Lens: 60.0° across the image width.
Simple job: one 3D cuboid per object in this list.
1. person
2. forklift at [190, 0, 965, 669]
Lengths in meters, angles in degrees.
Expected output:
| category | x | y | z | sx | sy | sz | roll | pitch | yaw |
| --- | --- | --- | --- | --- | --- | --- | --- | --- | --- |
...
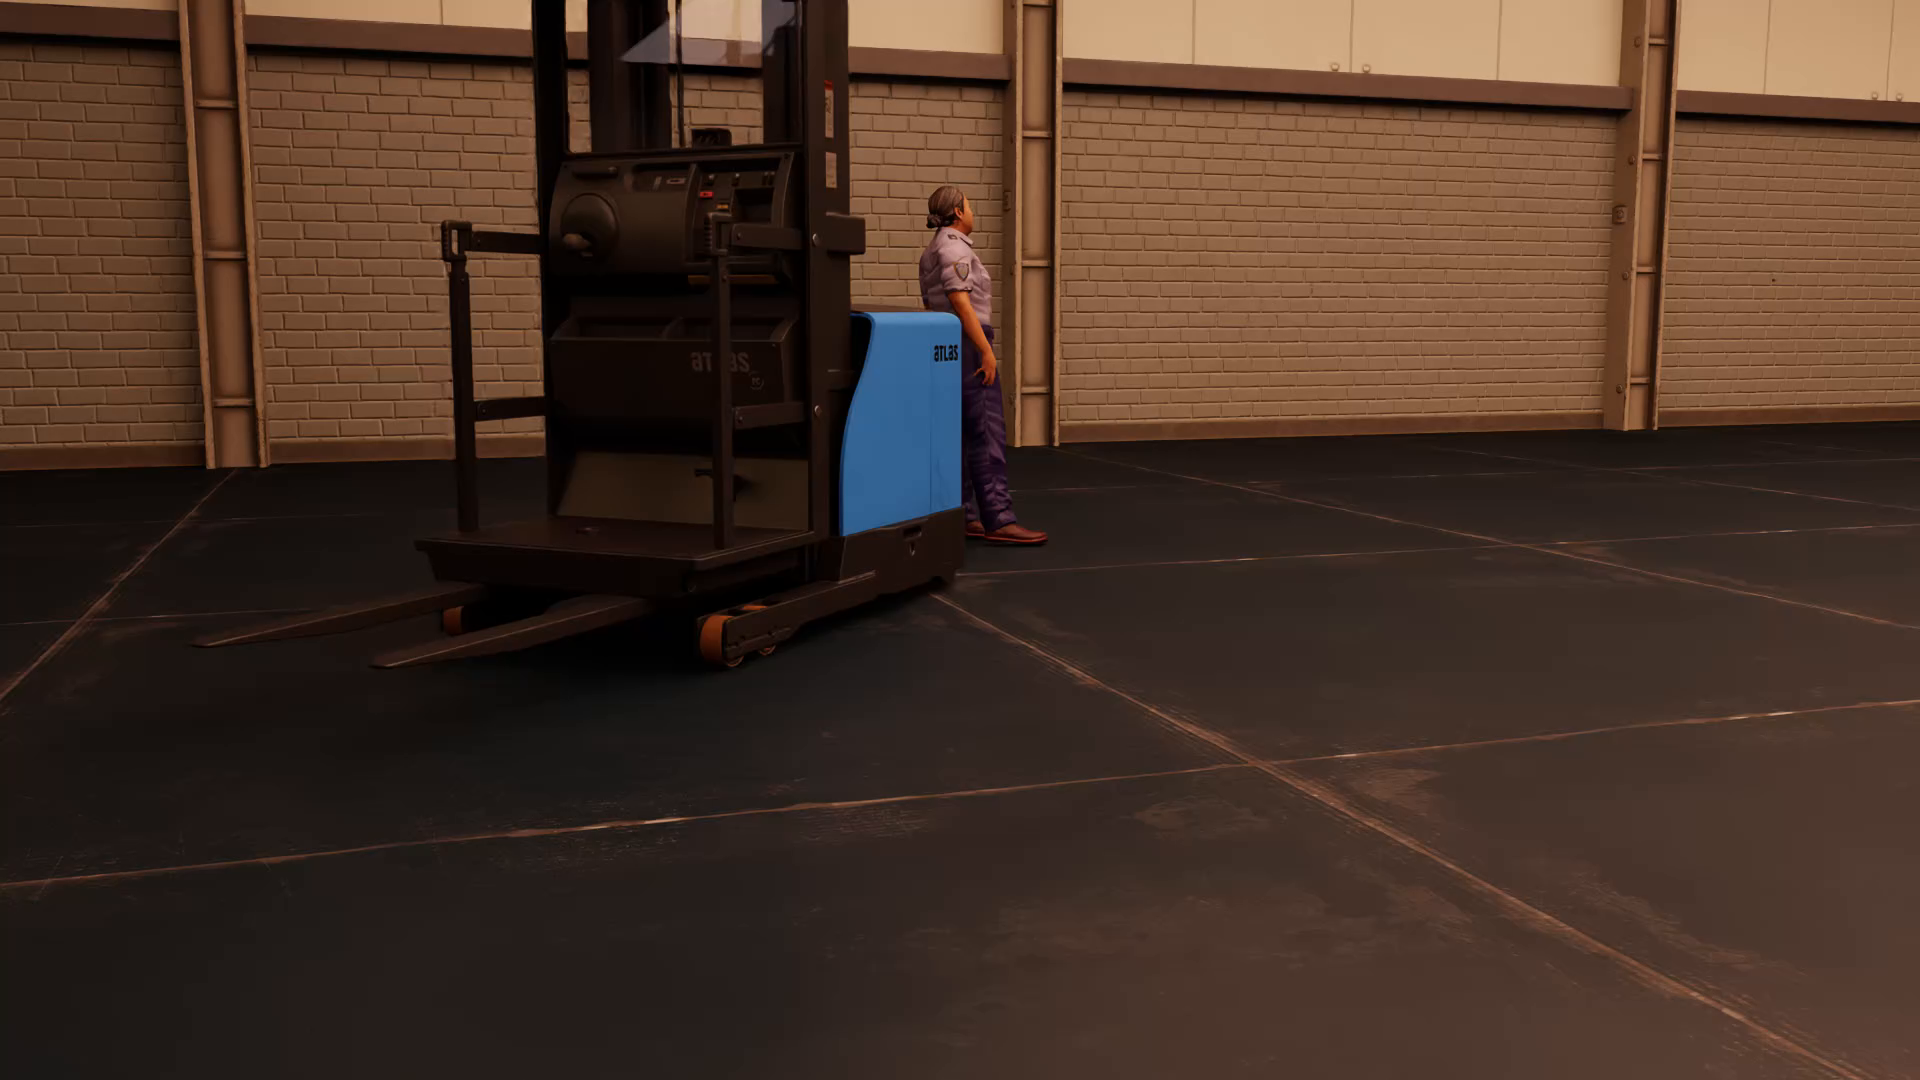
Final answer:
| category | x | y | z | sx | sy | sz | roll | pitch | yaw |
| --- | --- | --- | --- | --- | --- | --- | --- | --- | --- |
| person | 0.092 | -0.825 | 7.819 | 0.503 | 1.650 | 0.599 | -3 | 8 | -18 |
| forklift | -1.055 | -1.129 | 5.348 | 1.130 | 2.935 | 3.031 | 4 | 9 | 24 |
